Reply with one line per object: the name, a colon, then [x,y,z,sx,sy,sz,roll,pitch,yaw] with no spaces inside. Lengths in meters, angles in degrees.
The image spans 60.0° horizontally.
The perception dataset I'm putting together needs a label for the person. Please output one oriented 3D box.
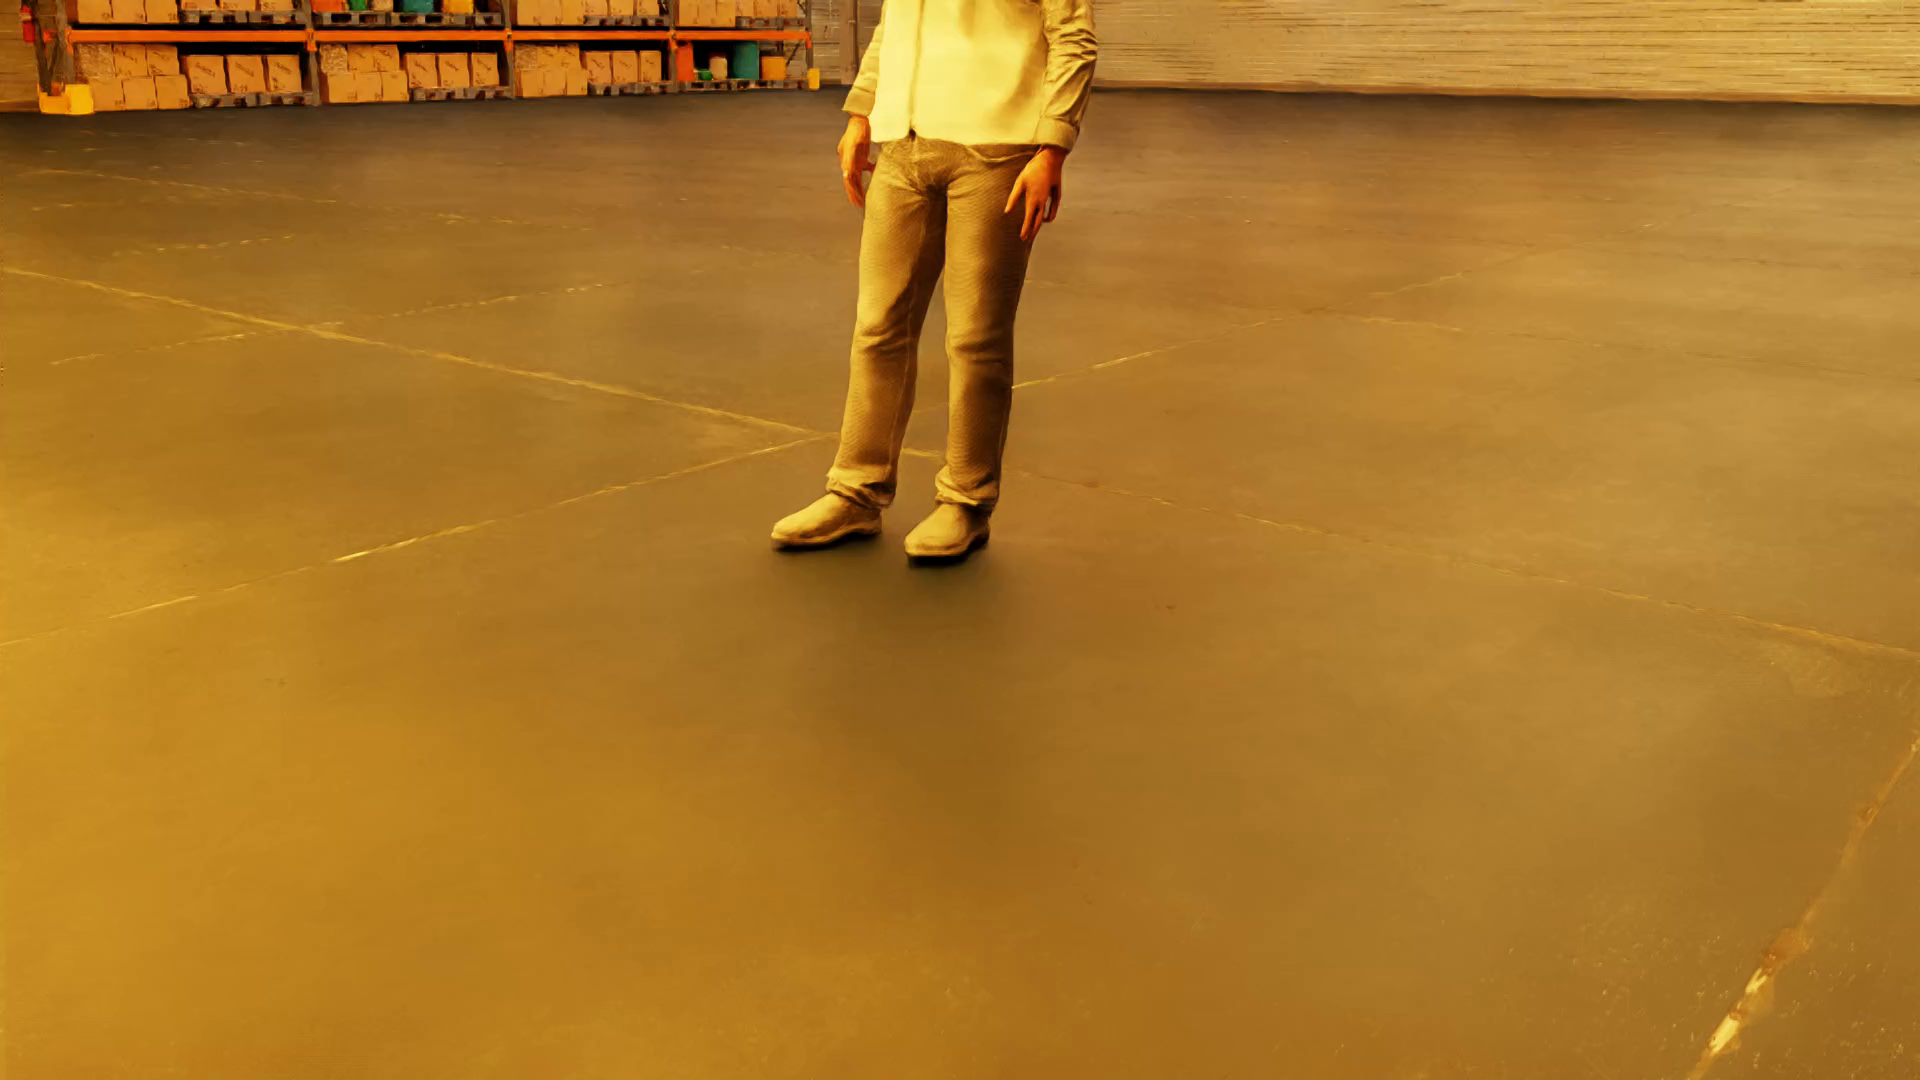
person: [-0.046,-0.843,3.641,0.632,1.773,0.567,13,21,37]
